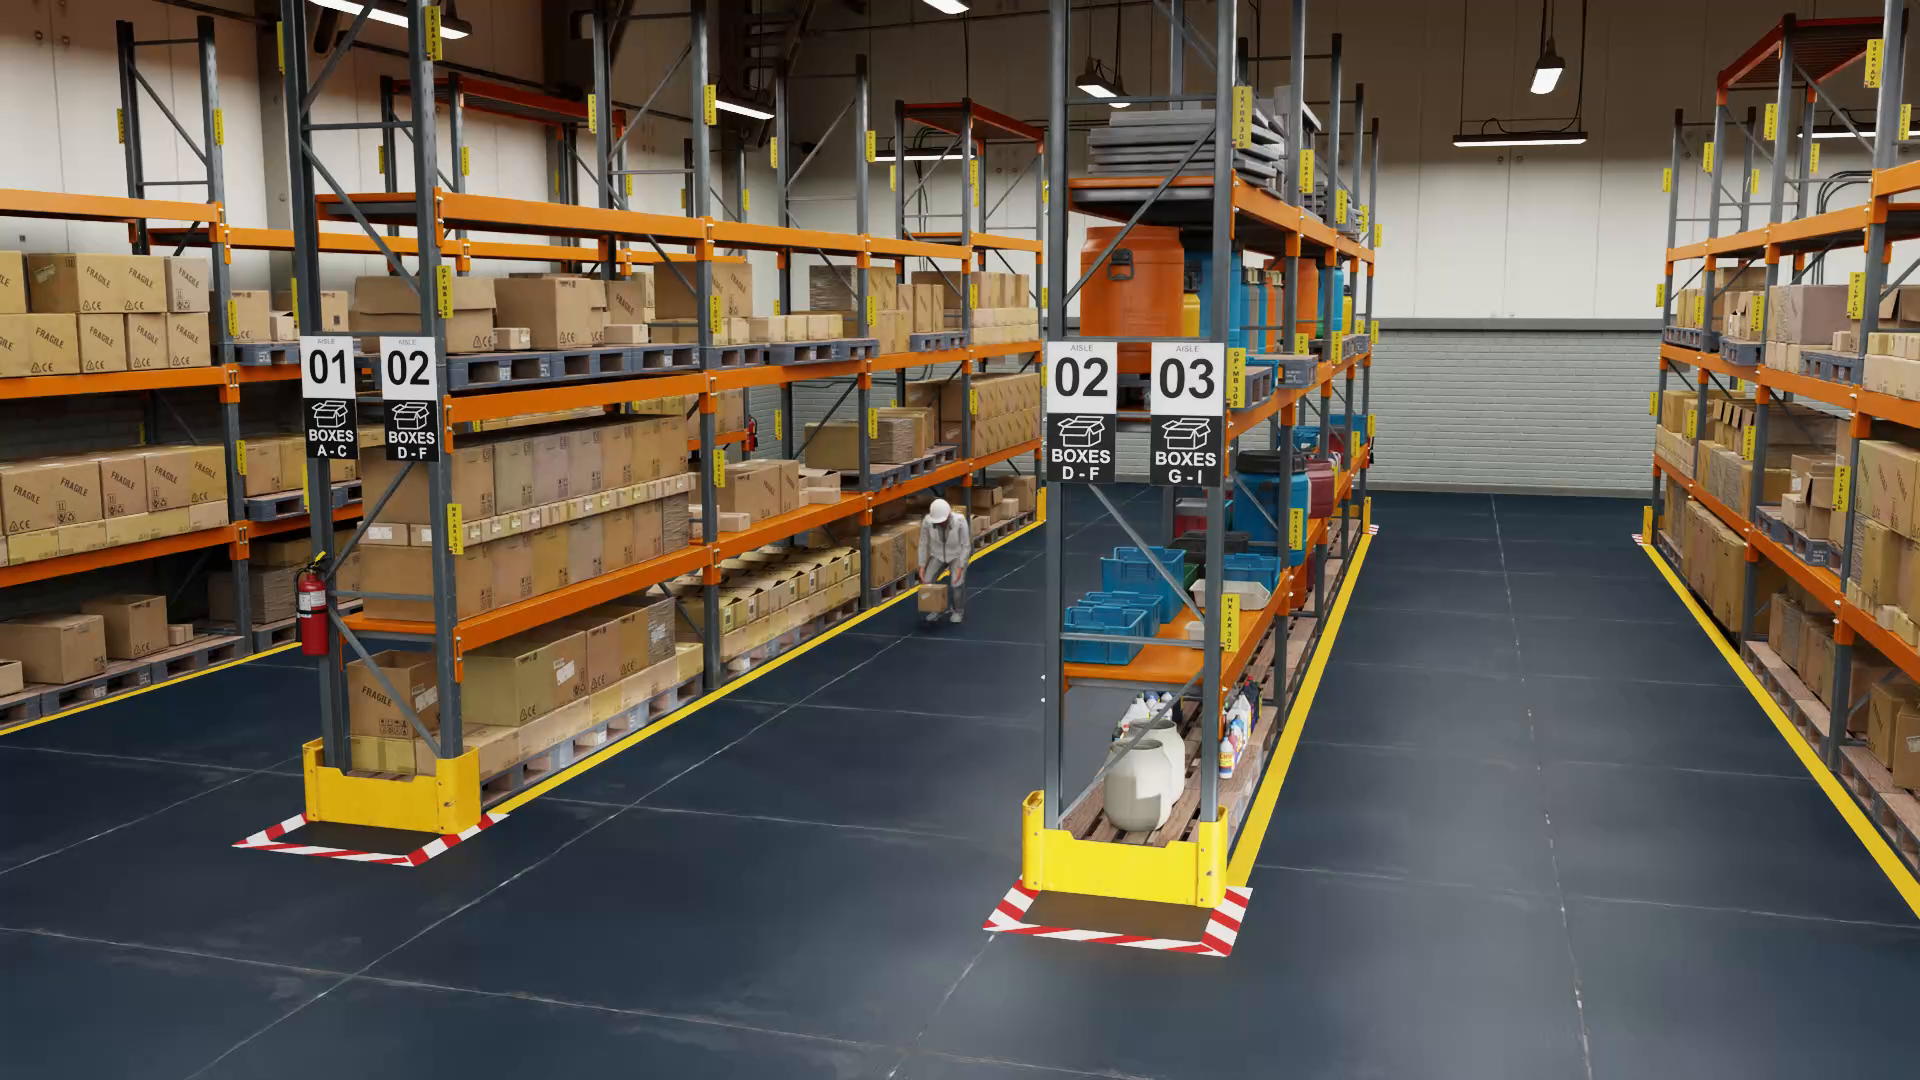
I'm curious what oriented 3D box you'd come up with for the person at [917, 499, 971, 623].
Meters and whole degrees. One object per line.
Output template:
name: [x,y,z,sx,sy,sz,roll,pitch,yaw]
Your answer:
person: [-0.139,0.205,17.773,0.590,1.363,0.797,3,9,17]
